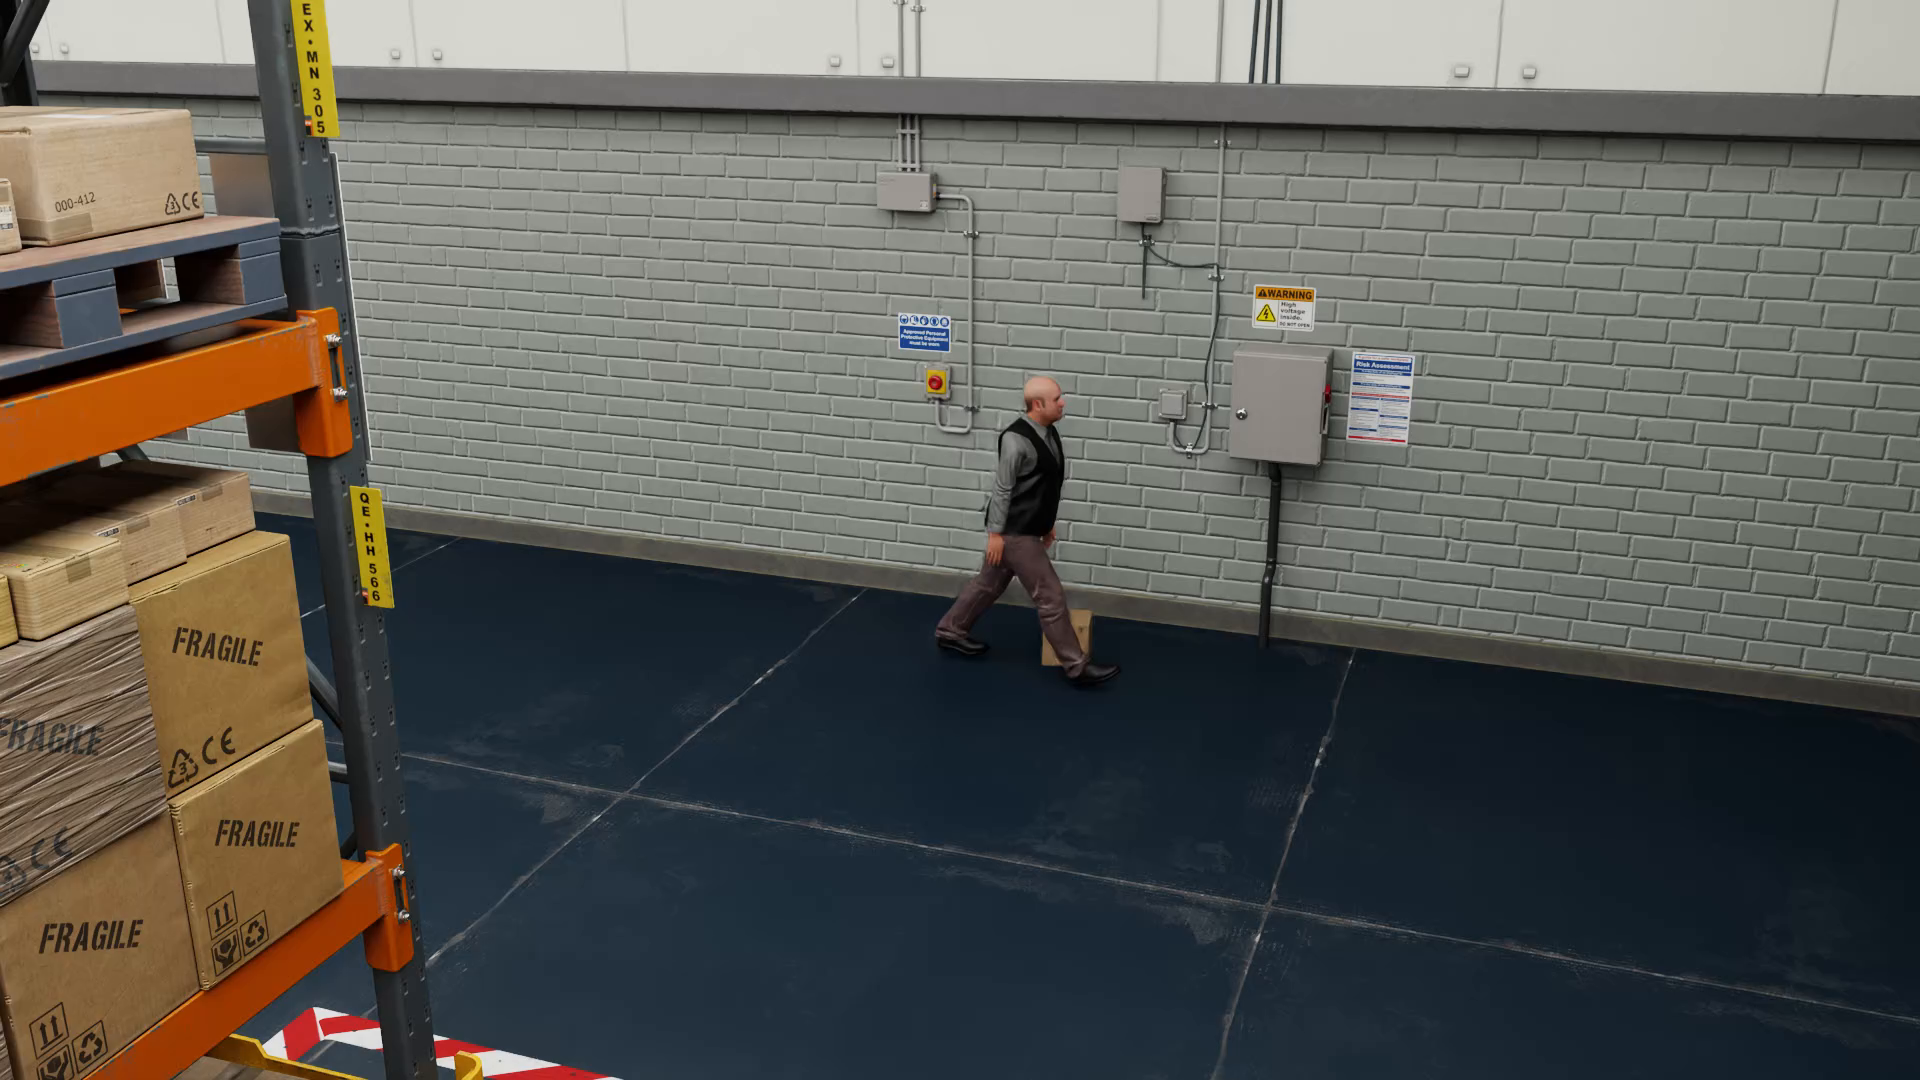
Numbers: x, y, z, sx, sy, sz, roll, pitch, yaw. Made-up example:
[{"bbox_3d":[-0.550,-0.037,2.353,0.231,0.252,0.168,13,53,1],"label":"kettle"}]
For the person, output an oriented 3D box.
[{"bbox_3d":[0.374,-0.074,8.876,1.119,1.651,0.544,6,19,17],"label":"person"}]
